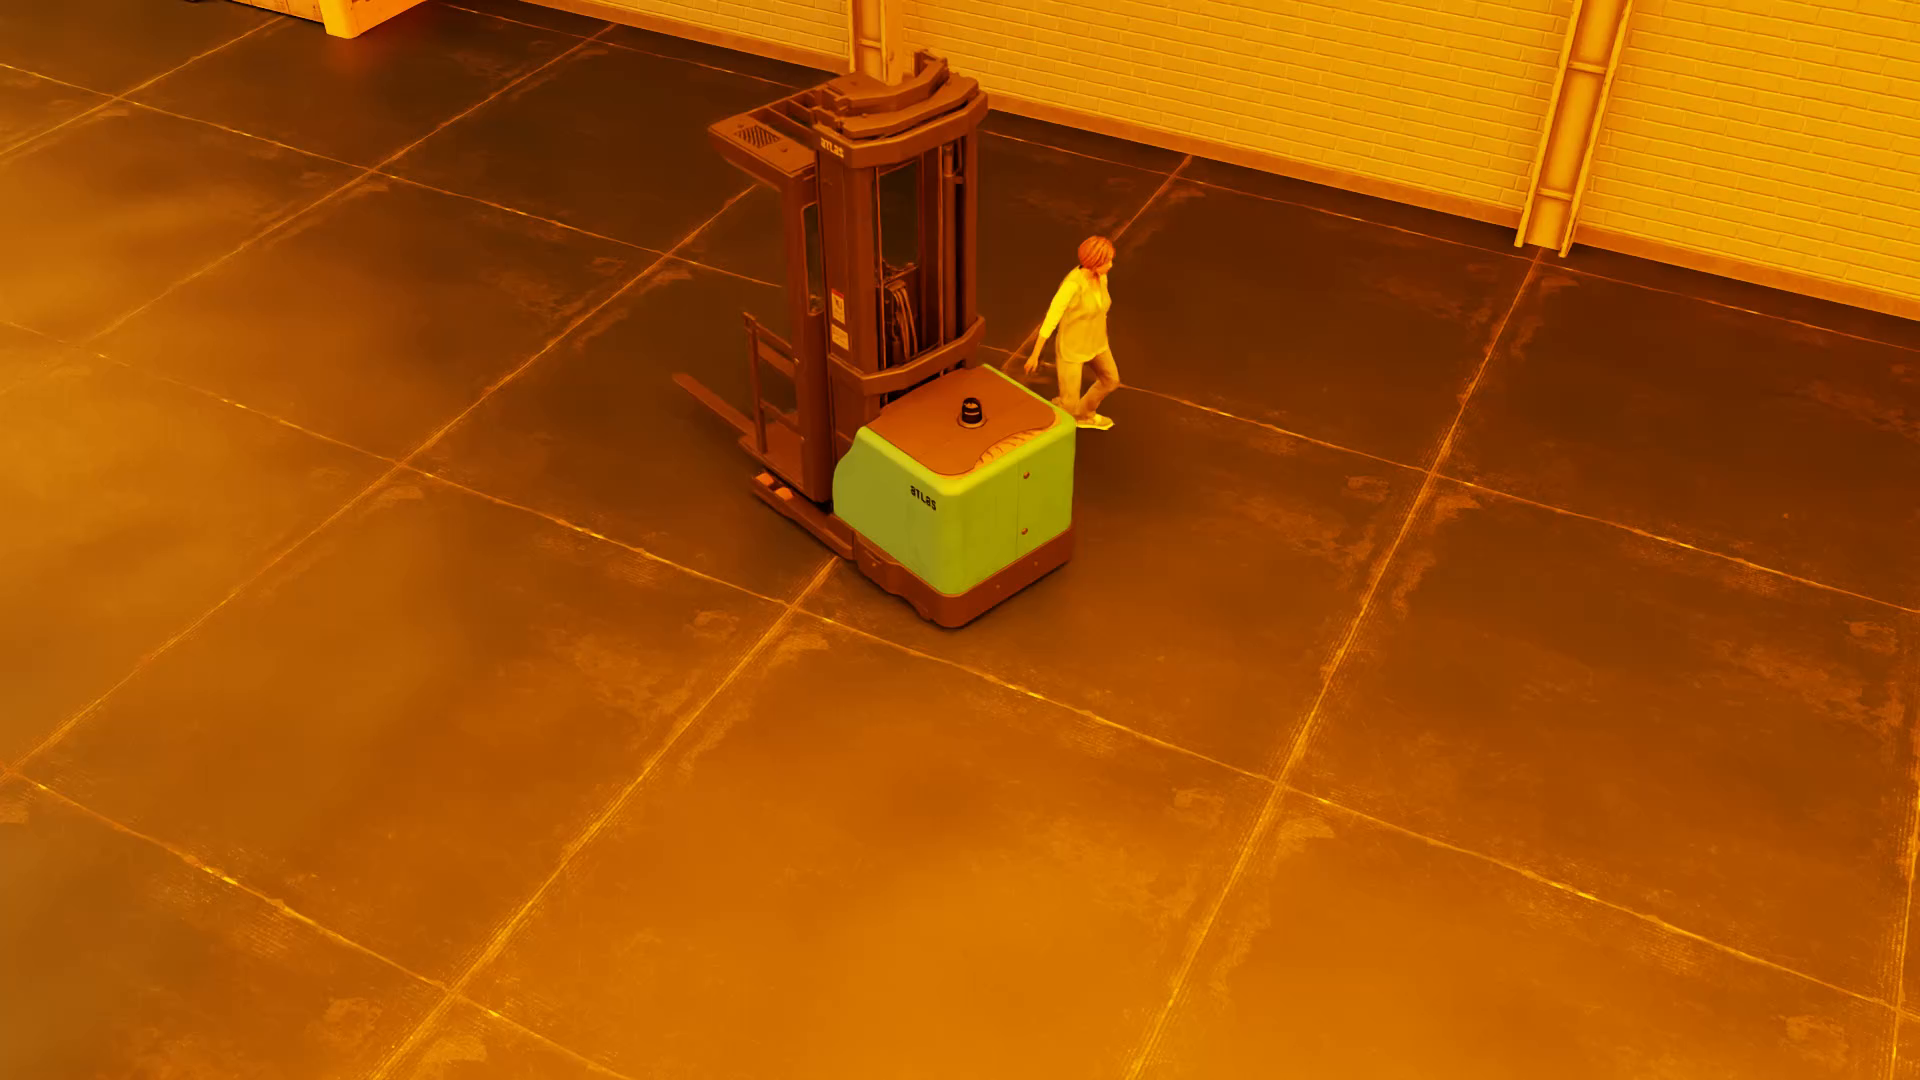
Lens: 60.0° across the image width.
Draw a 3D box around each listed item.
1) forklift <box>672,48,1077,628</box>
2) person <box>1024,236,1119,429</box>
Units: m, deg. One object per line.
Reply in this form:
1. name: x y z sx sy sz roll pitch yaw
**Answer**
1. forklift: -0.684 -1.482 9.747 1.130 2.935 3.031 -30 49 -31
2. person: 0.688 -1.232 10.565 0.438 1.547 0.732 32 50 32
